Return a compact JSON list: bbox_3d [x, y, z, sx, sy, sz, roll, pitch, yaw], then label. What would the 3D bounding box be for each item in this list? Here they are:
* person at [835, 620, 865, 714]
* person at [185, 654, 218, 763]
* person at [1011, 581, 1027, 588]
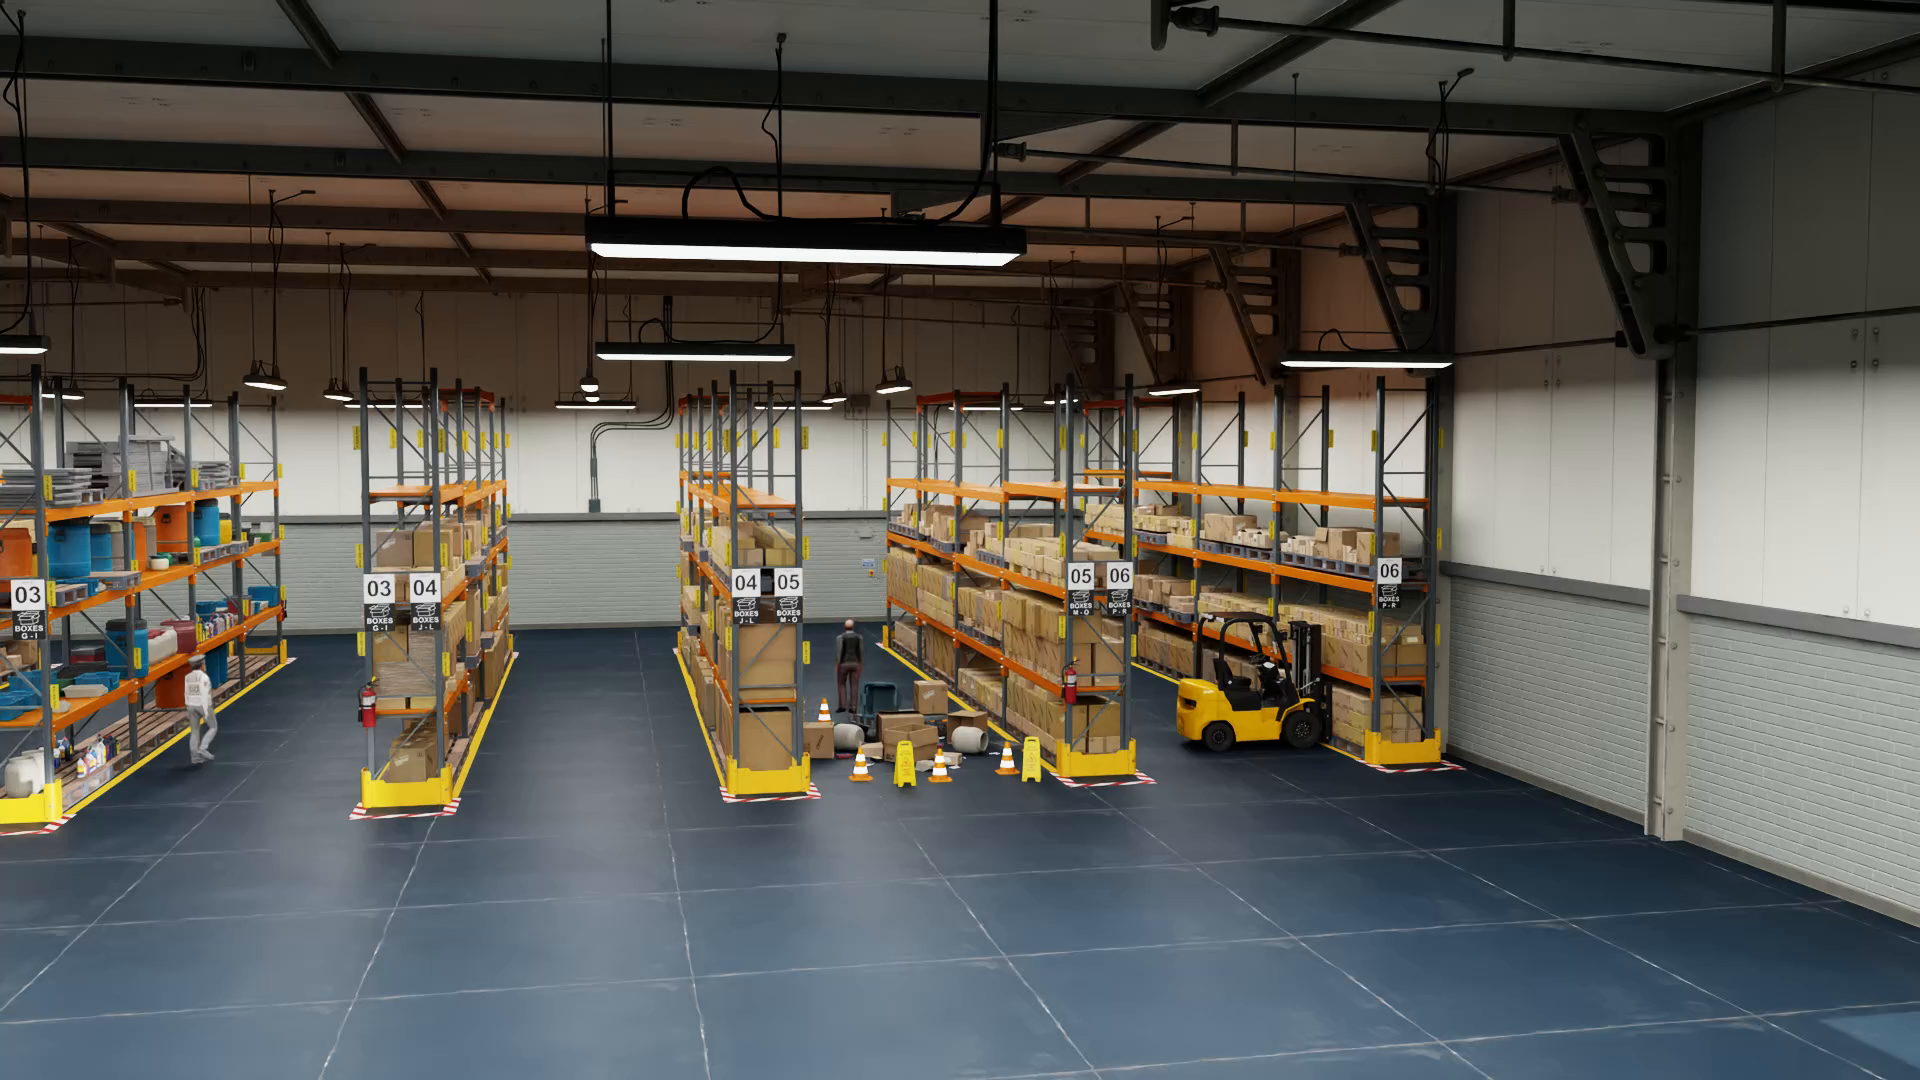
[{"bbox_3d":[-2.022,2.352,30.564,0.569,1.768,0.613,-1,4,-17],"label":"person"},{"bbox_3d":[-11.825,2.619,25.831,0.519,1.671,0.449,0,3,6],"label":"person"},{"bbox_3d":[1.549,1.465,44.842,0.535,1.821,0.635,-3,5,-44],"label":"person"}]
